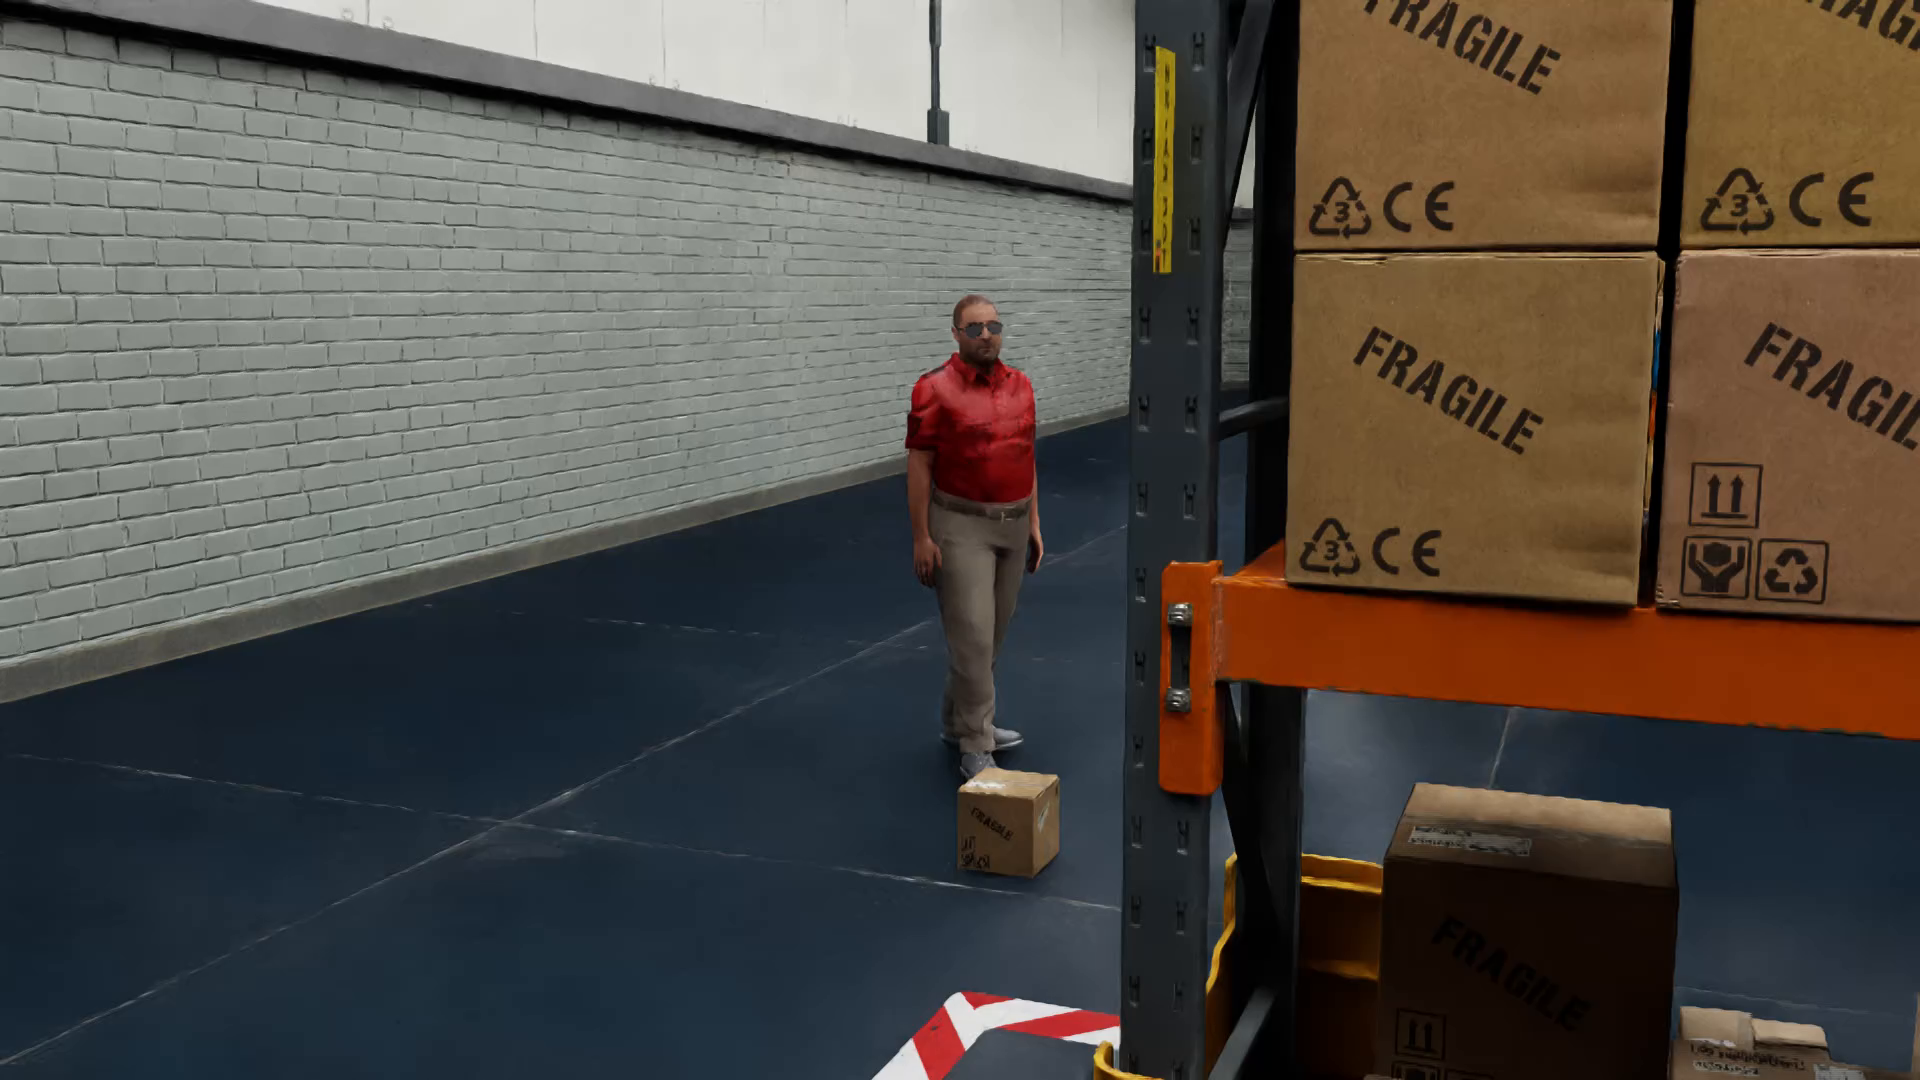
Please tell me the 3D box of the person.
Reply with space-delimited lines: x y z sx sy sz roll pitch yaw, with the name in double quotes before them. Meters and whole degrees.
"person" 0.045 -0.010 6.058 0.420 1.569 0.465 -7 11 -41
